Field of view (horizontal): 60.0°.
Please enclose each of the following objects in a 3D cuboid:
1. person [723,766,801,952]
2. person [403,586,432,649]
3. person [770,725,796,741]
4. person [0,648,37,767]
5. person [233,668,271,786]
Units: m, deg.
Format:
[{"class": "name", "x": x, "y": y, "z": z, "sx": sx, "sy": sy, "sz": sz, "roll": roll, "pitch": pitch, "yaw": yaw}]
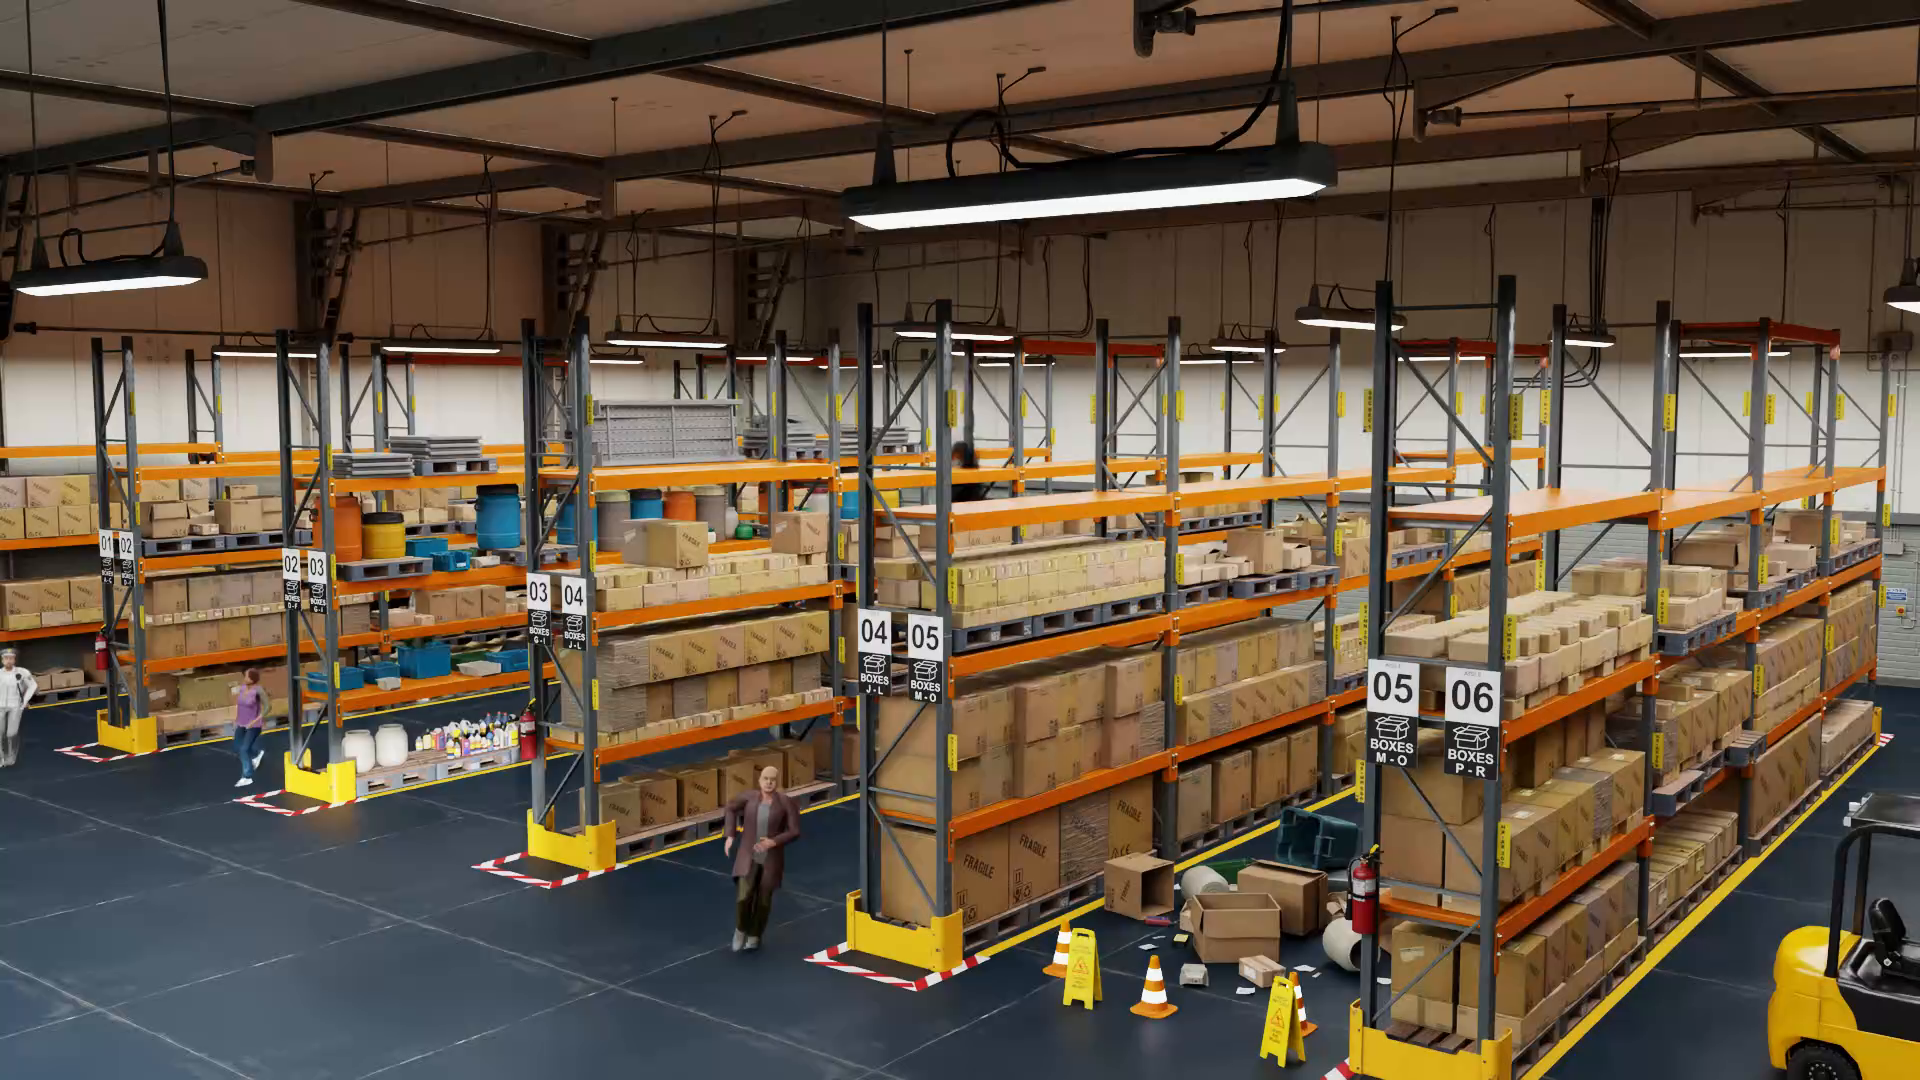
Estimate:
[{"class": "person", "x": -1.834, "y": 2.956, "z": 15.402, "sx": 0.721, "sy": 1.722, "sz": 0.631, "roll": 0, "pitch": 5, "yaw": -5}, {"class": "person", "x": -10.028, "y": 1.584, "z": 30.849, "sx": 0.646, "sy": 1.846, "sz": 0.793, "roll": 2, "pitch": 5, "yaw": 23}, {"class": "person", "x": -2.461, "y": 2.324, "z": 23.419, "sx": 0.597, "sy": 1.634, "sz": 0.754, "roll": 3, "pitch": 6, "yaw": 28}, {"class": "person", "x": -13.175, "y": 2.328, "z": 23.044, "sx": 0.622, "sy": 1.667, "sz": 0.550, "roll": -1, "pitch": 5, "yaw": -17}, {"class": "person", "x": -9.417, "y": 2.482, "z": 22.203, "sx": 0.563, "sy": 1.580, "sz": 0.564, "roll": 1, "pitch": 5, "yaw": 17}]
